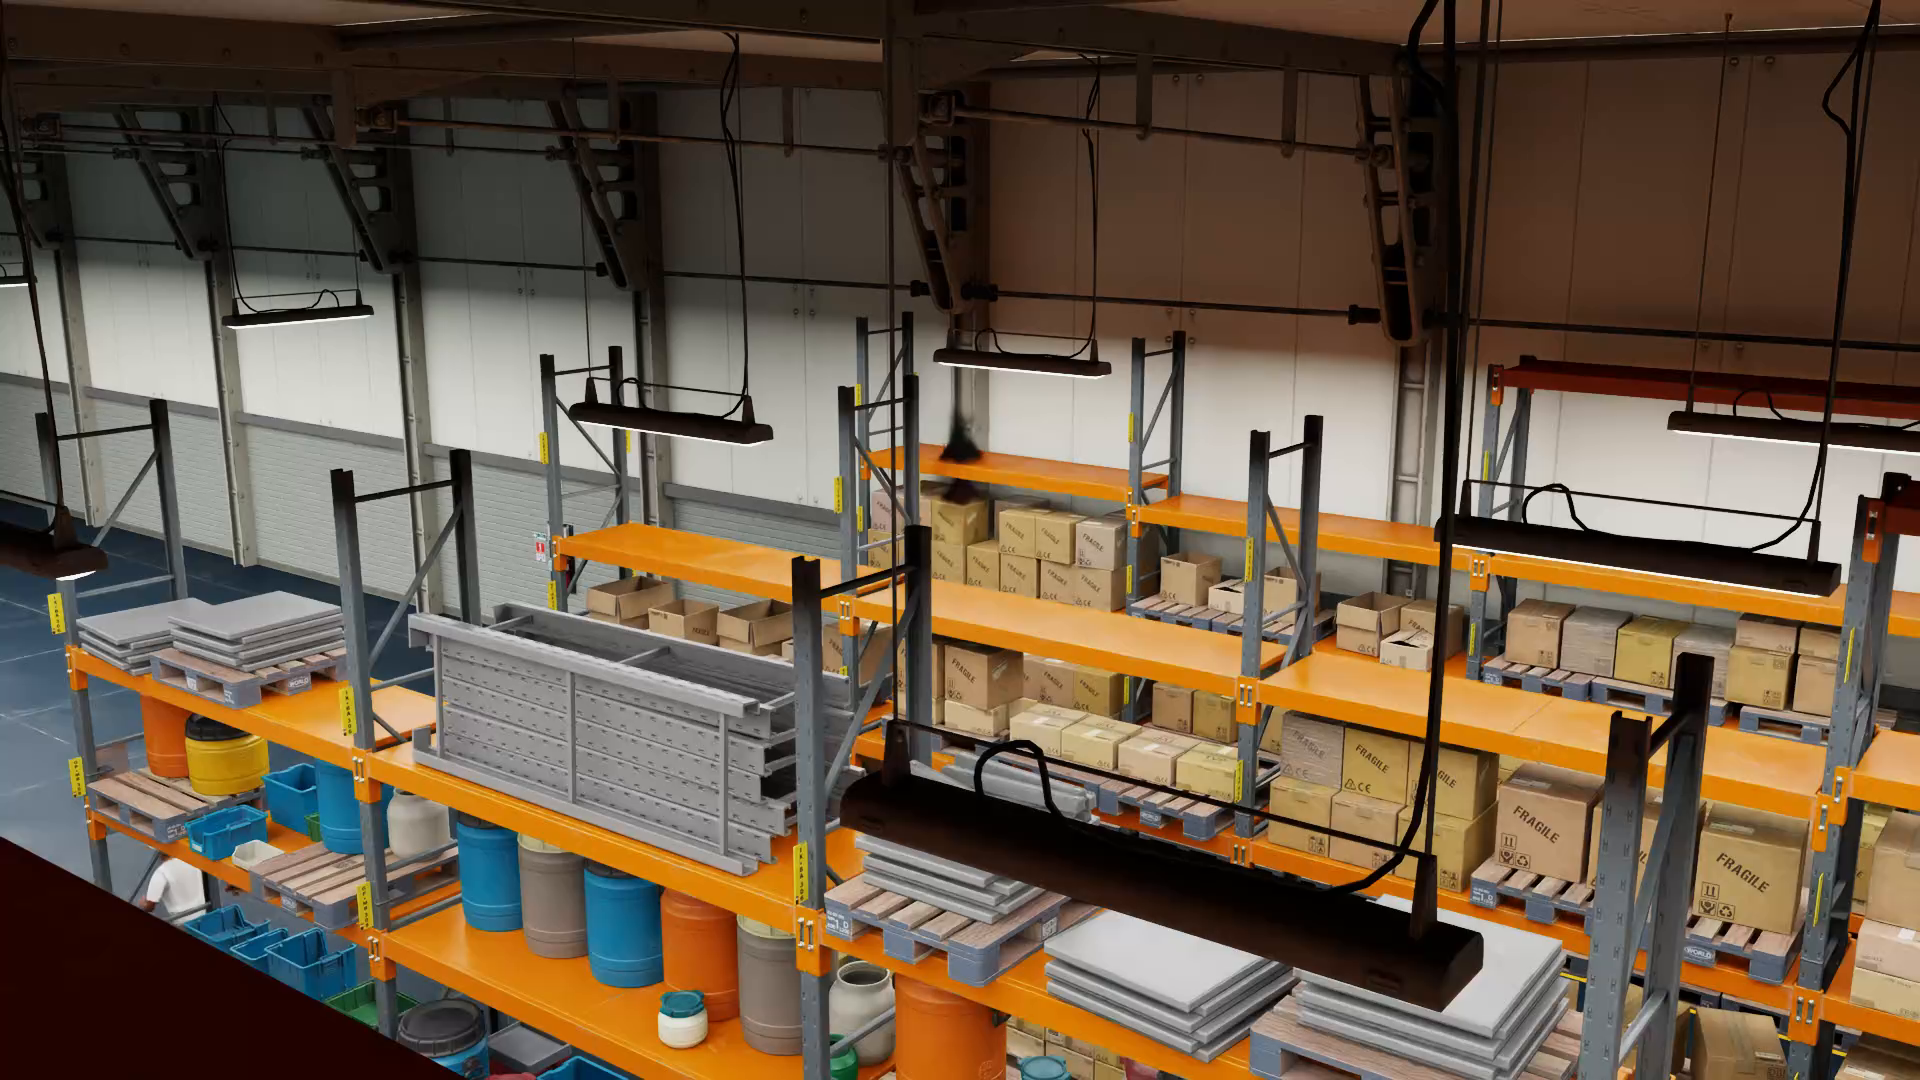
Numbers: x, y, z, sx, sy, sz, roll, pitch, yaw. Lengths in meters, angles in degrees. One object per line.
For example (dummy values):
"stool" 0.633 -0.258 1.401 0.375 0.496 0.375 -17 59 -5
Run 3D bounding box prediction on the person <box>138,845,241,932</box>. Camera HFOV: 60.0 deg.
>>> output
"person" -7.577 3.579 16.196 0.672 1.652 0.892 3 13 13
